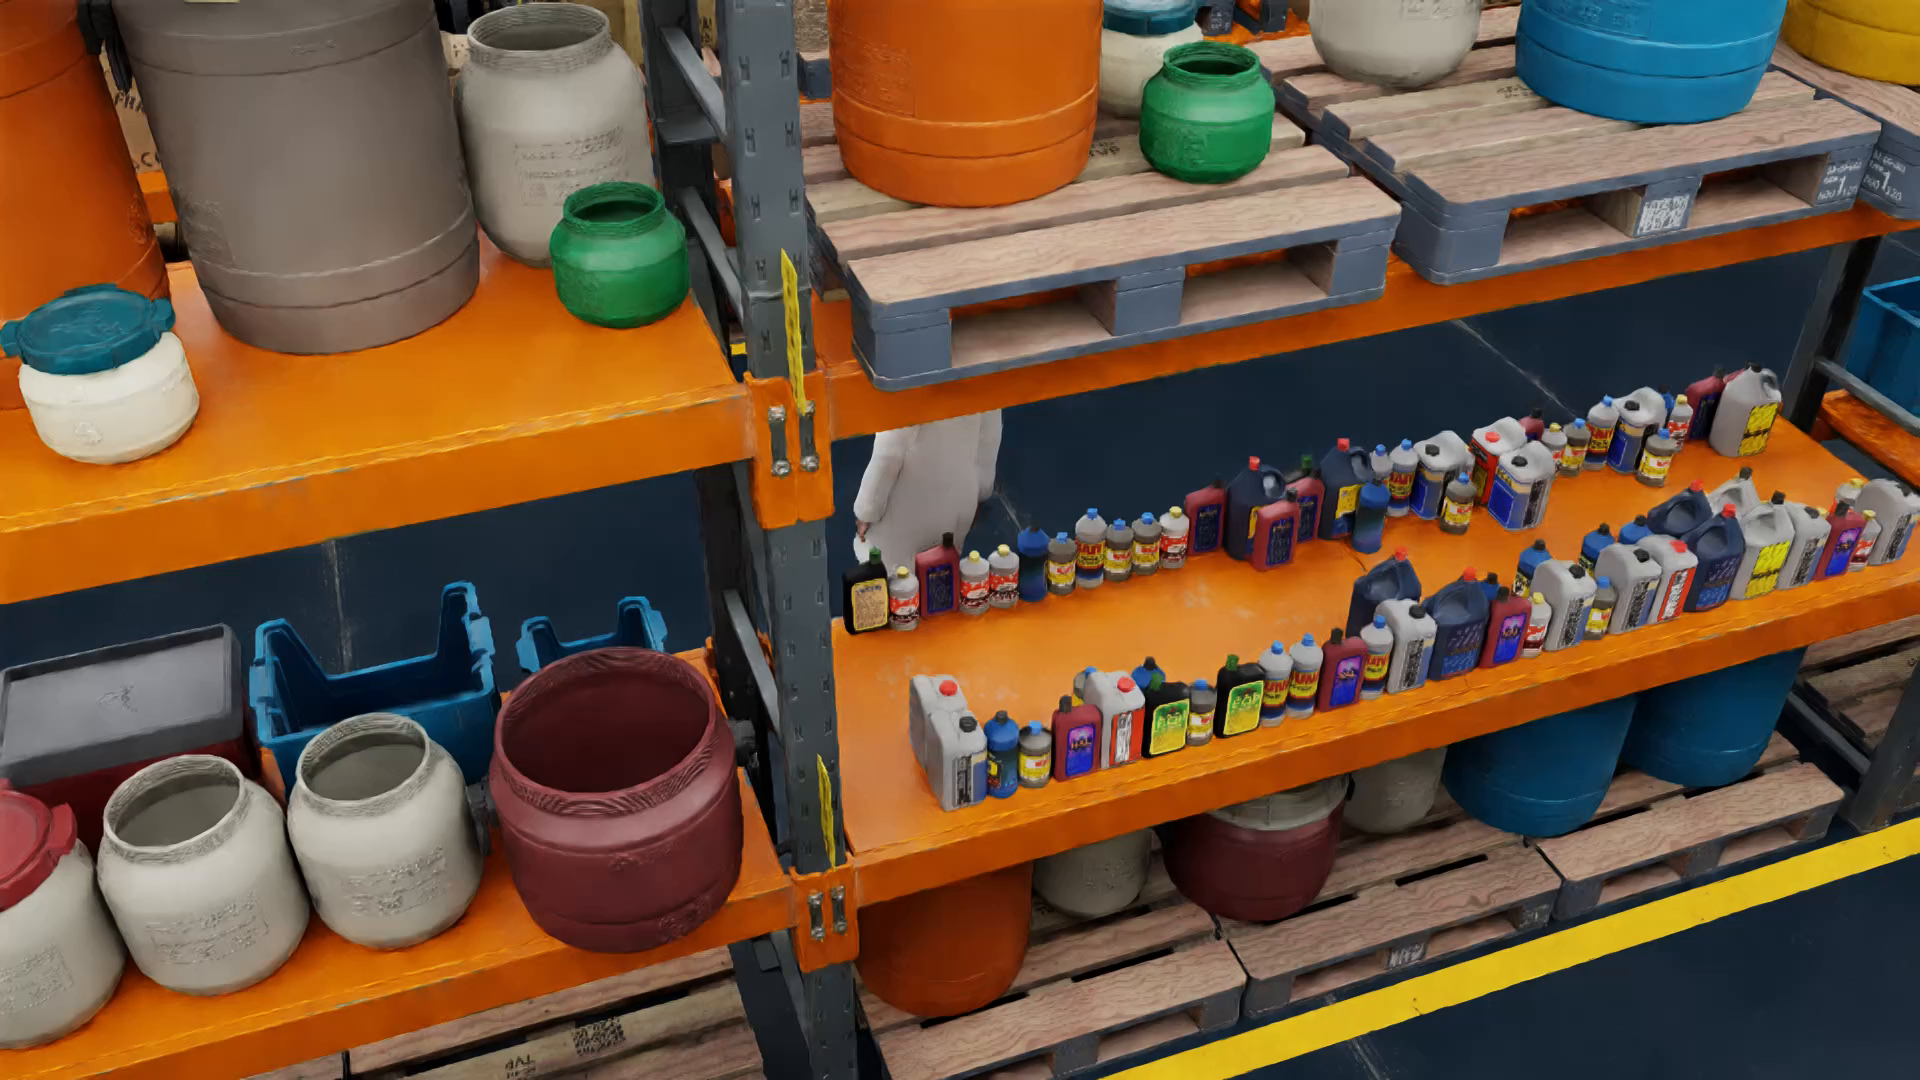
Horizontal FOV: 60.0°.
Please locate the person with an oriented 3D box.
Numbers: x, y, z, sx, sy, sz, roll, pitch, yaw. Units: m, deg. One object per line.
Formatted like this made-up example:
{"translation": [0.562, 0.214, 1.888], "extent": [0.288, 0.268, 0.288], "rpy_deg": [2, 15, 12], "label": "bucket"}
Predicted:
{"translation": [-0.085, -0.118, 6.337], "extent": [0.733, 1.751, 0.623], "rpy_deg": [30, 46, 33], "label": "person"}
